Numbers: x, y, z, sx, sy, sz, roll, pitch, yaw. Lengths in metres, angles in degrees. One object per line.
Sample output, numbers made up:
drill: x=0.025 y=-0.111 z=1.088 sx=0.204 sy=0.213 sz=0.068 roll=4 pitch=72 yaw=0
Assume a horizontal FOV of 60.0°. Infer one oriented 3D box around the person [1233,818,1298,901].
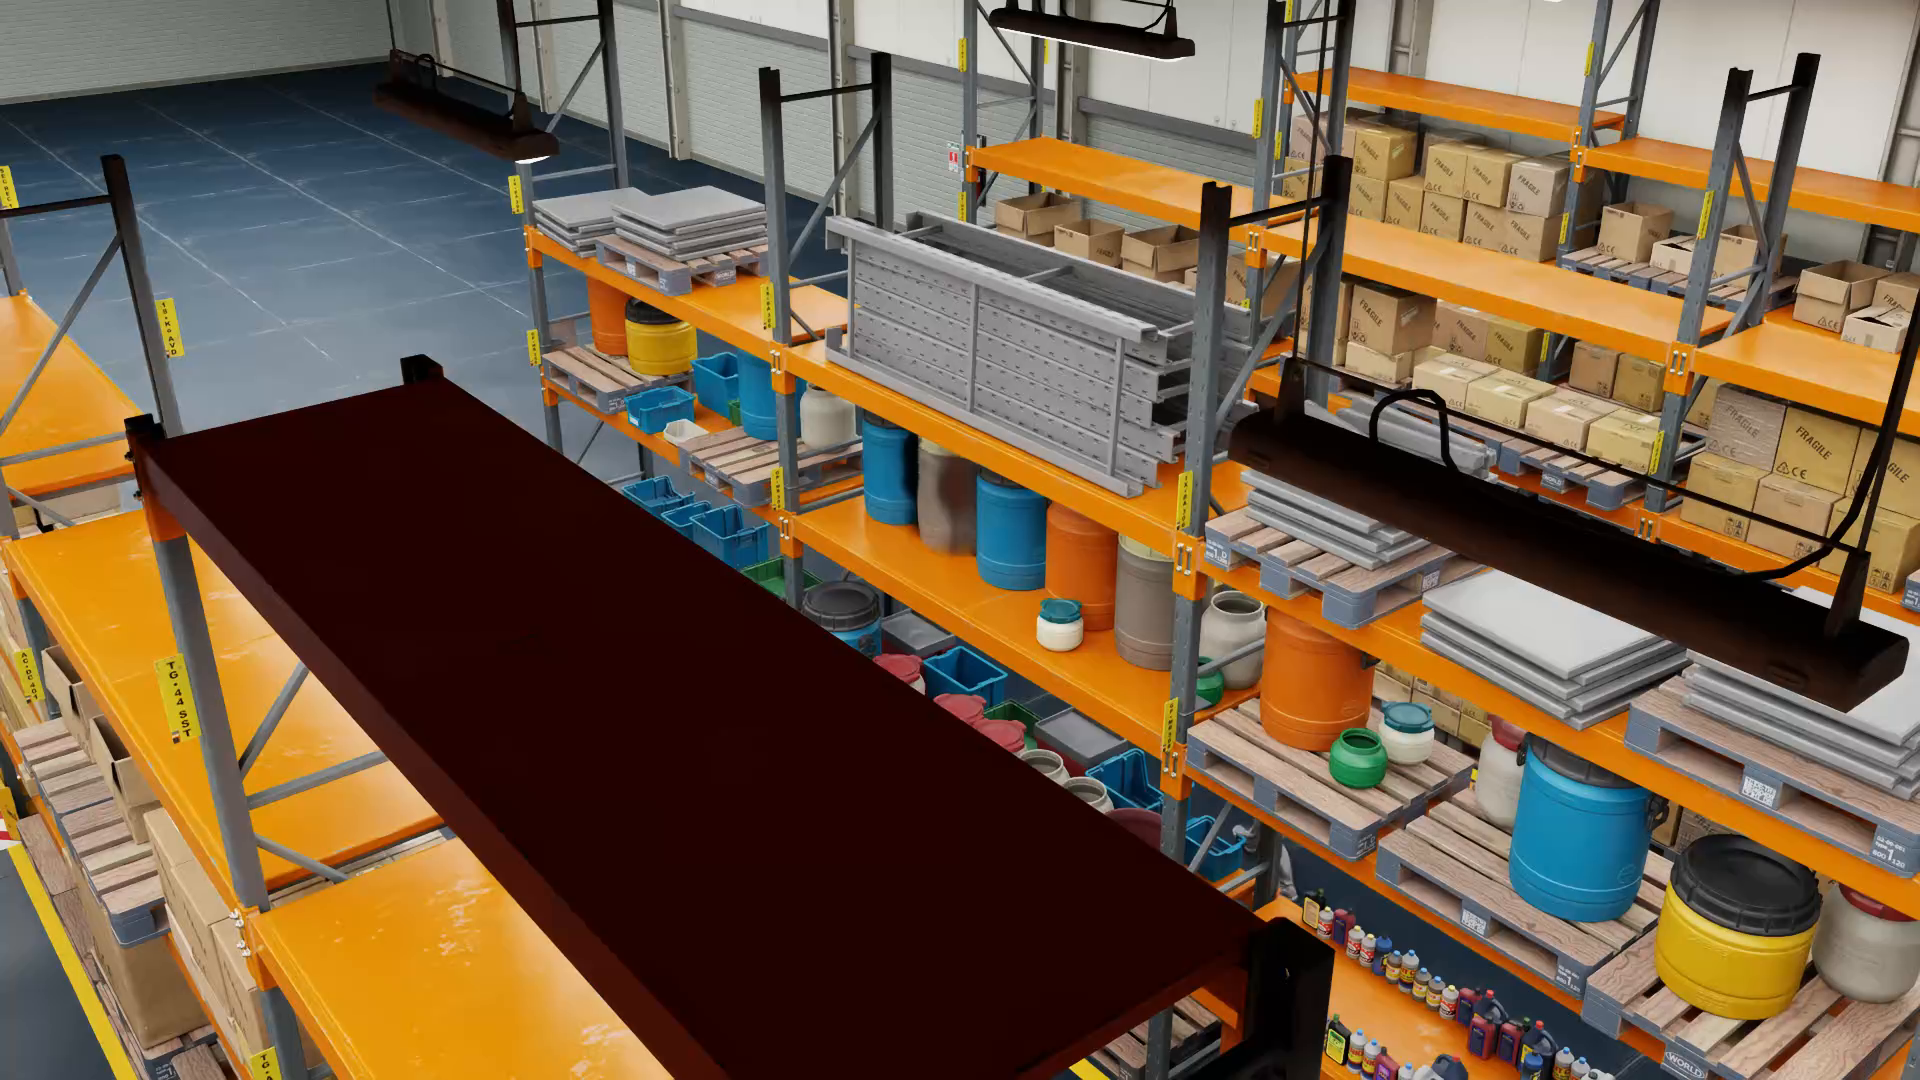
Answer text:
person: x=2.328 y=1.818 z=12.509 sx=0.619 sy=1.634 sz=0.989 roll=-12 pitch=28 yaw=-24
